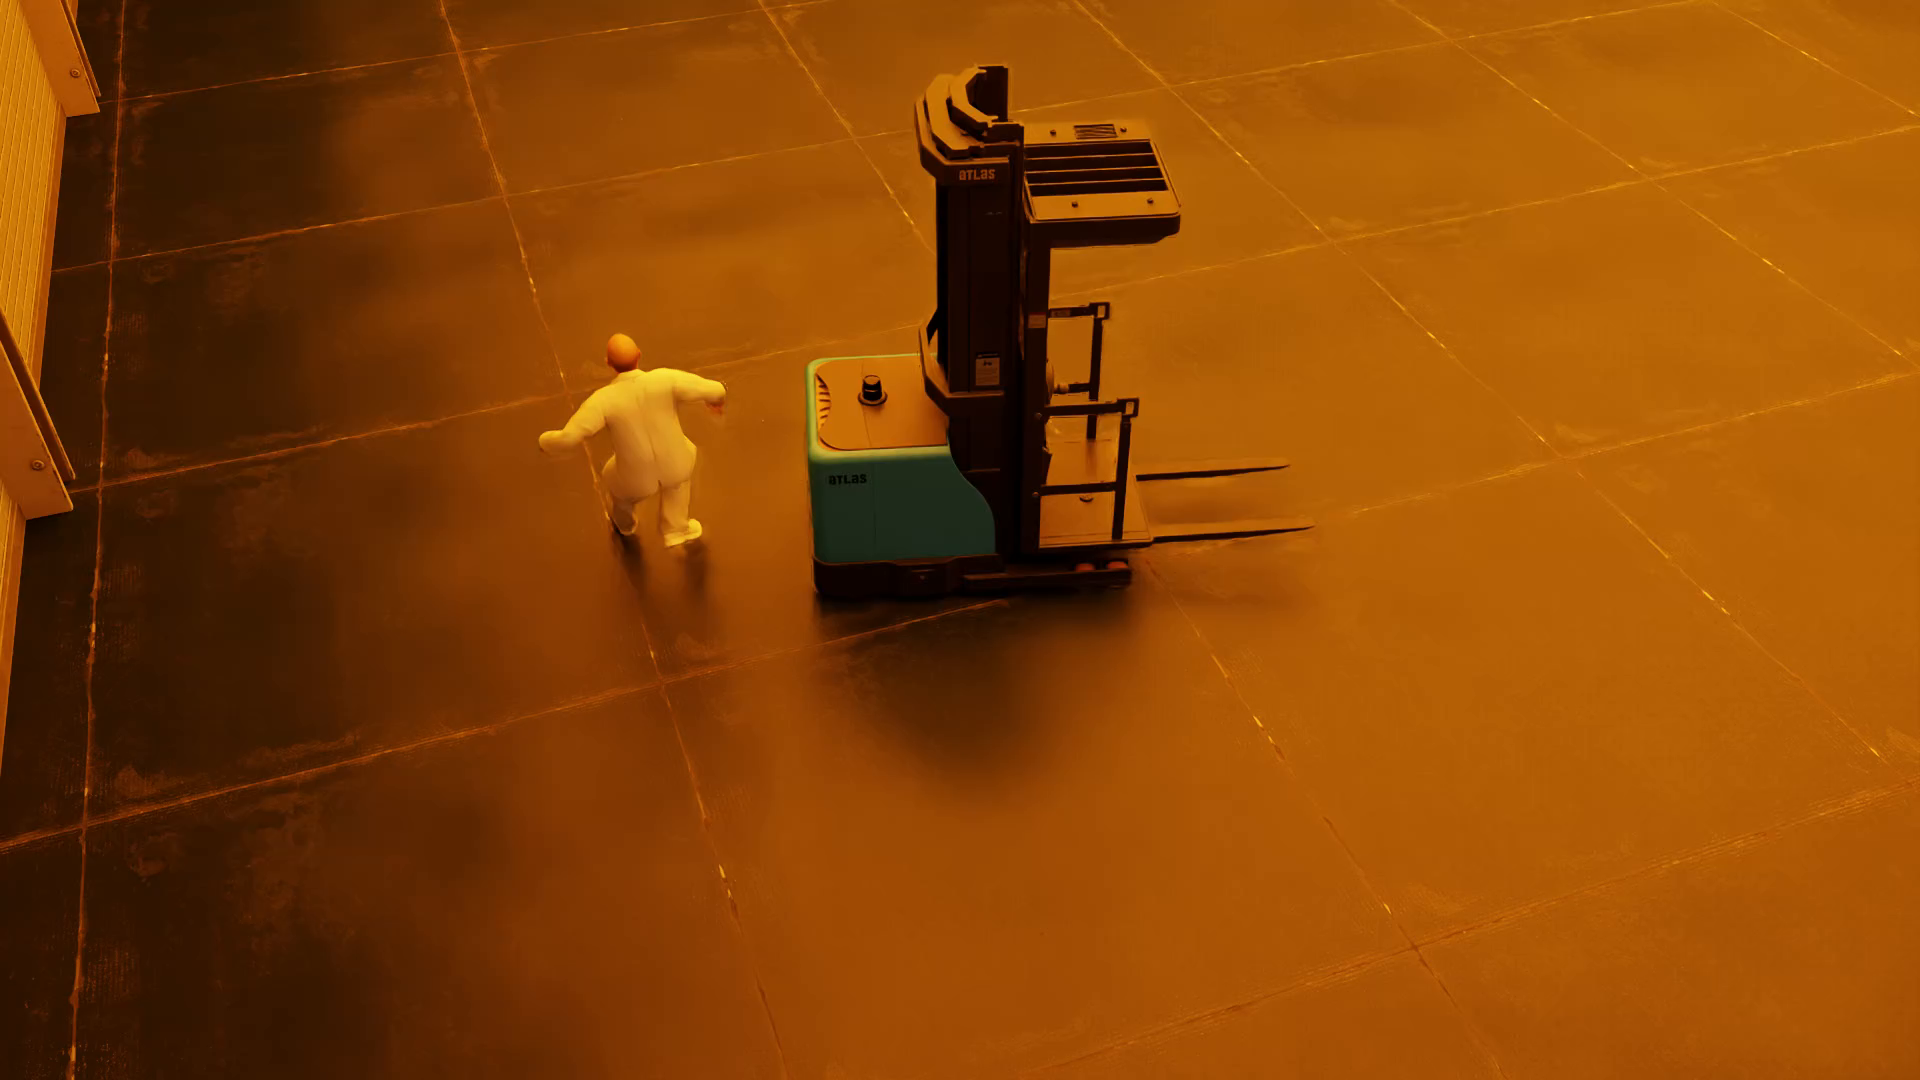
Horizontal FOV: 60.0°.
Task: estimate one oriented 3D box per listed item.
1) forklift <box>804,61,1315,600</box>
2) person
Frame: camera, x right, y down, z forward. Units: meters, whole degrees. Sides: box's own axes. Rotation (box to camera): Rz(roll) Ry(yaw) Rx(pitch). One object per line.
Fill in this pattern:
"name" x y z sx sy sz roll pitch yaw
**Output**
"forklift" 0.607 -1.161 9.379 3.031 2.935 1.130 -3 40 -4
"person" -1.911 -0.615 9.733 1.090 1.646 0.933 -13 42 -15
